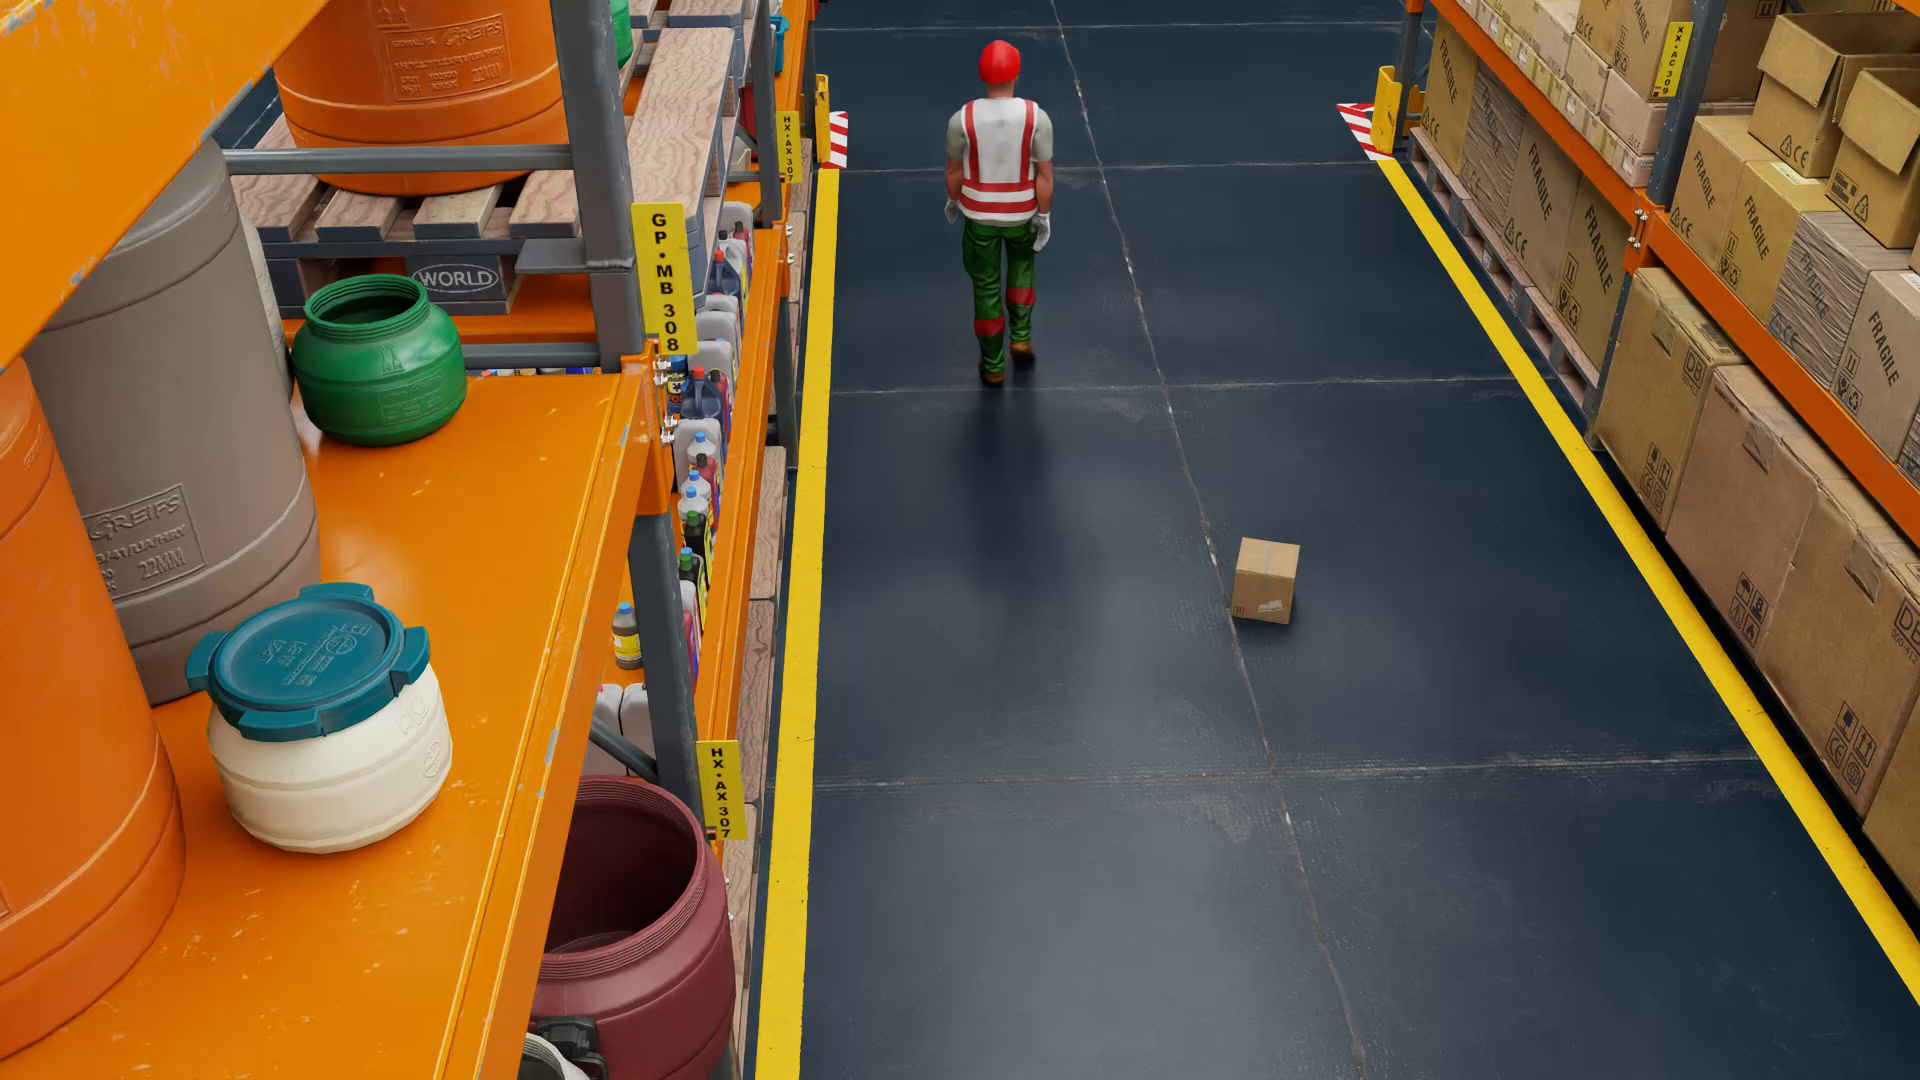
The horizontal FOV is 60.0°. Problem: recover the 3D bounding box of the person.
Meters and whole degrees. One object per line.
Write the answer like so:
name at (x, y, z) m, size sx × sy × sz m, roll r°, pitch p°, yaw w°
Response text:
person at (0.192, -1.668, 8.507) m, size 0.533 × 1.823 × 0.494 m, roll -2°, pitch 35°, yaw -3°
